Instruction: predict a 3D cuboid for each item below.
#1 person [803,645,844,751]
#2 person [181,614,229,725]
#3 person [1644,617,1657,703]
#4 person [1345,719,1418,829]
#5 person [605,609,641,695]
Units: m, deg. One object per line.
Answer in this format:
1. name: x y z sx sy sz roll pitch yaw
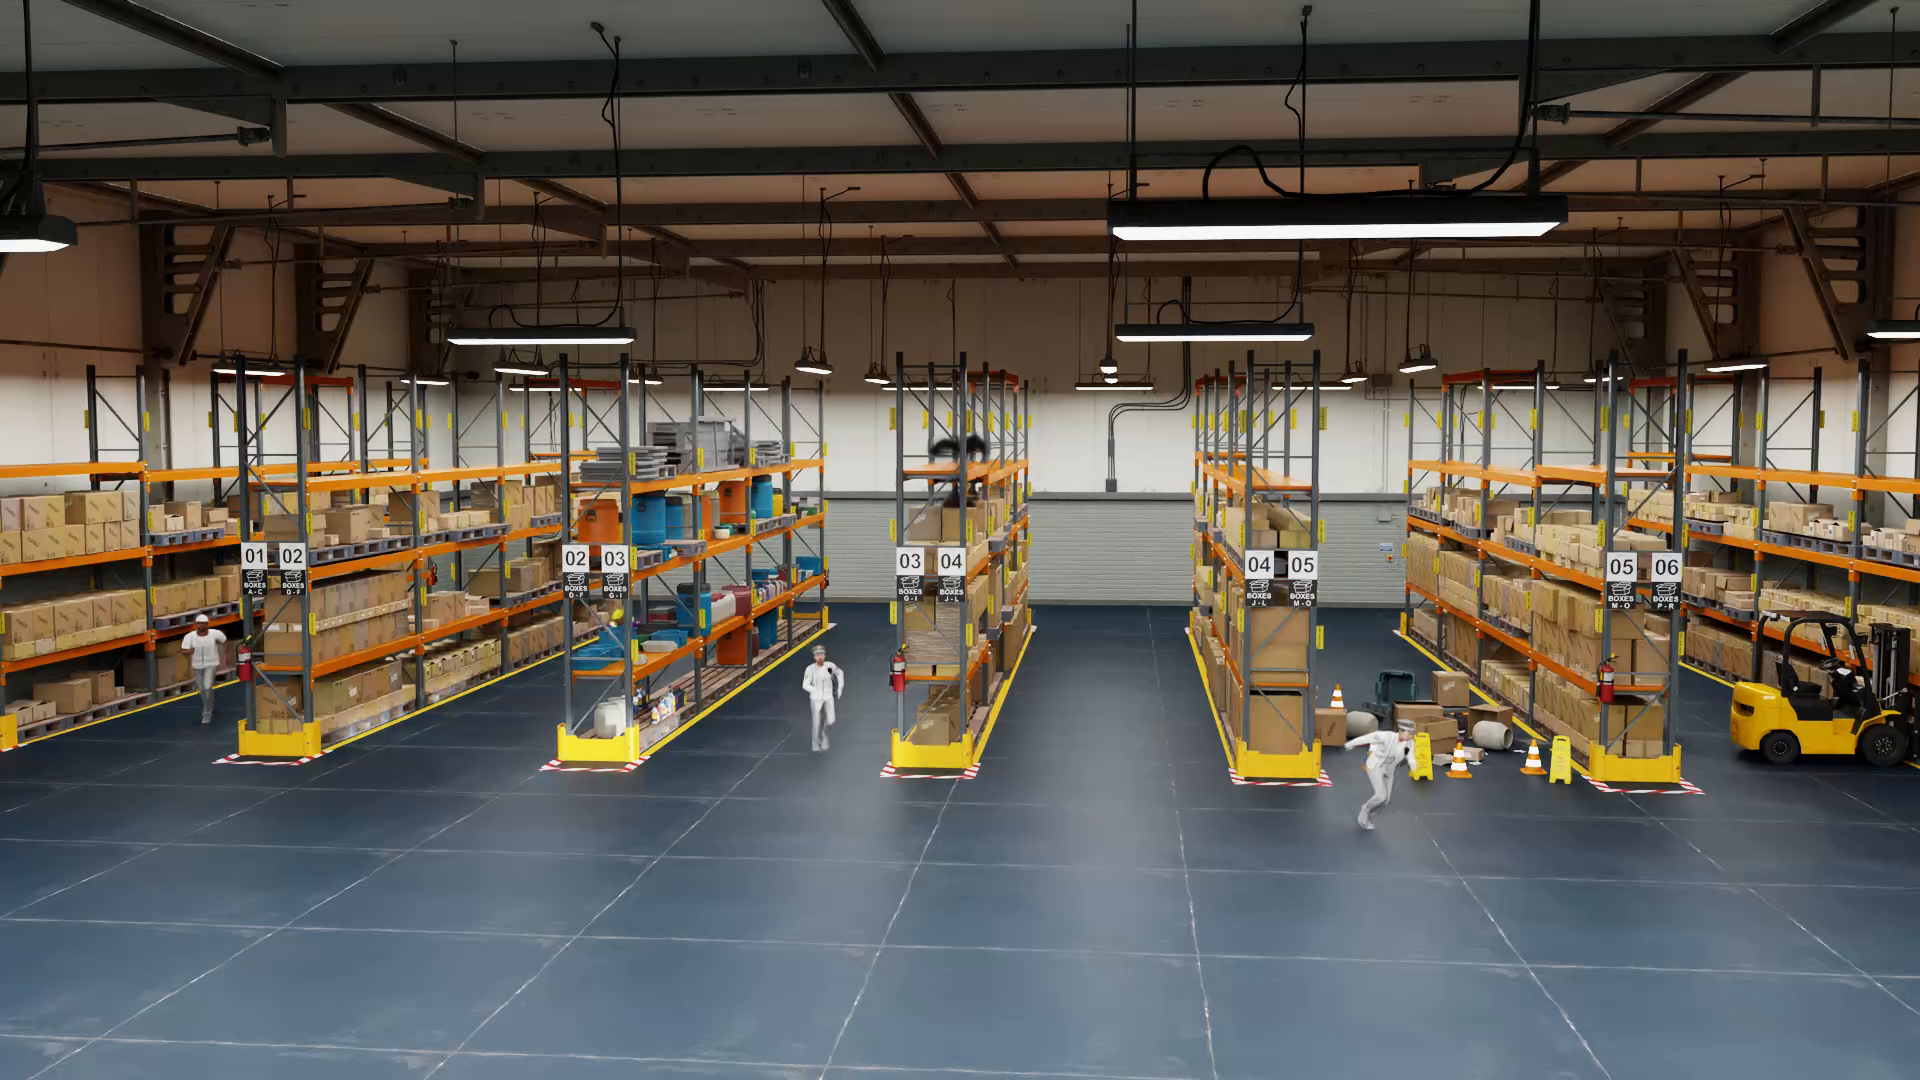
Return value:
1. person: -2.045 2.387 24.940 0.631 1.650 0.777 -1 4 -10
2. person: -12.615 2.141 27.775 0.657 1.823 0.872 -1 4 -7
3. person: 11.509 2.149 28.008 0.625 1.726 1.012 0 4 1
4. person: 5.179 2.844 20.166 0.625 1.428 0.942 -2 4 -22
5. person: -6.118 2.039 30.402 0.715 1.618 0.925 -1 4 -10
